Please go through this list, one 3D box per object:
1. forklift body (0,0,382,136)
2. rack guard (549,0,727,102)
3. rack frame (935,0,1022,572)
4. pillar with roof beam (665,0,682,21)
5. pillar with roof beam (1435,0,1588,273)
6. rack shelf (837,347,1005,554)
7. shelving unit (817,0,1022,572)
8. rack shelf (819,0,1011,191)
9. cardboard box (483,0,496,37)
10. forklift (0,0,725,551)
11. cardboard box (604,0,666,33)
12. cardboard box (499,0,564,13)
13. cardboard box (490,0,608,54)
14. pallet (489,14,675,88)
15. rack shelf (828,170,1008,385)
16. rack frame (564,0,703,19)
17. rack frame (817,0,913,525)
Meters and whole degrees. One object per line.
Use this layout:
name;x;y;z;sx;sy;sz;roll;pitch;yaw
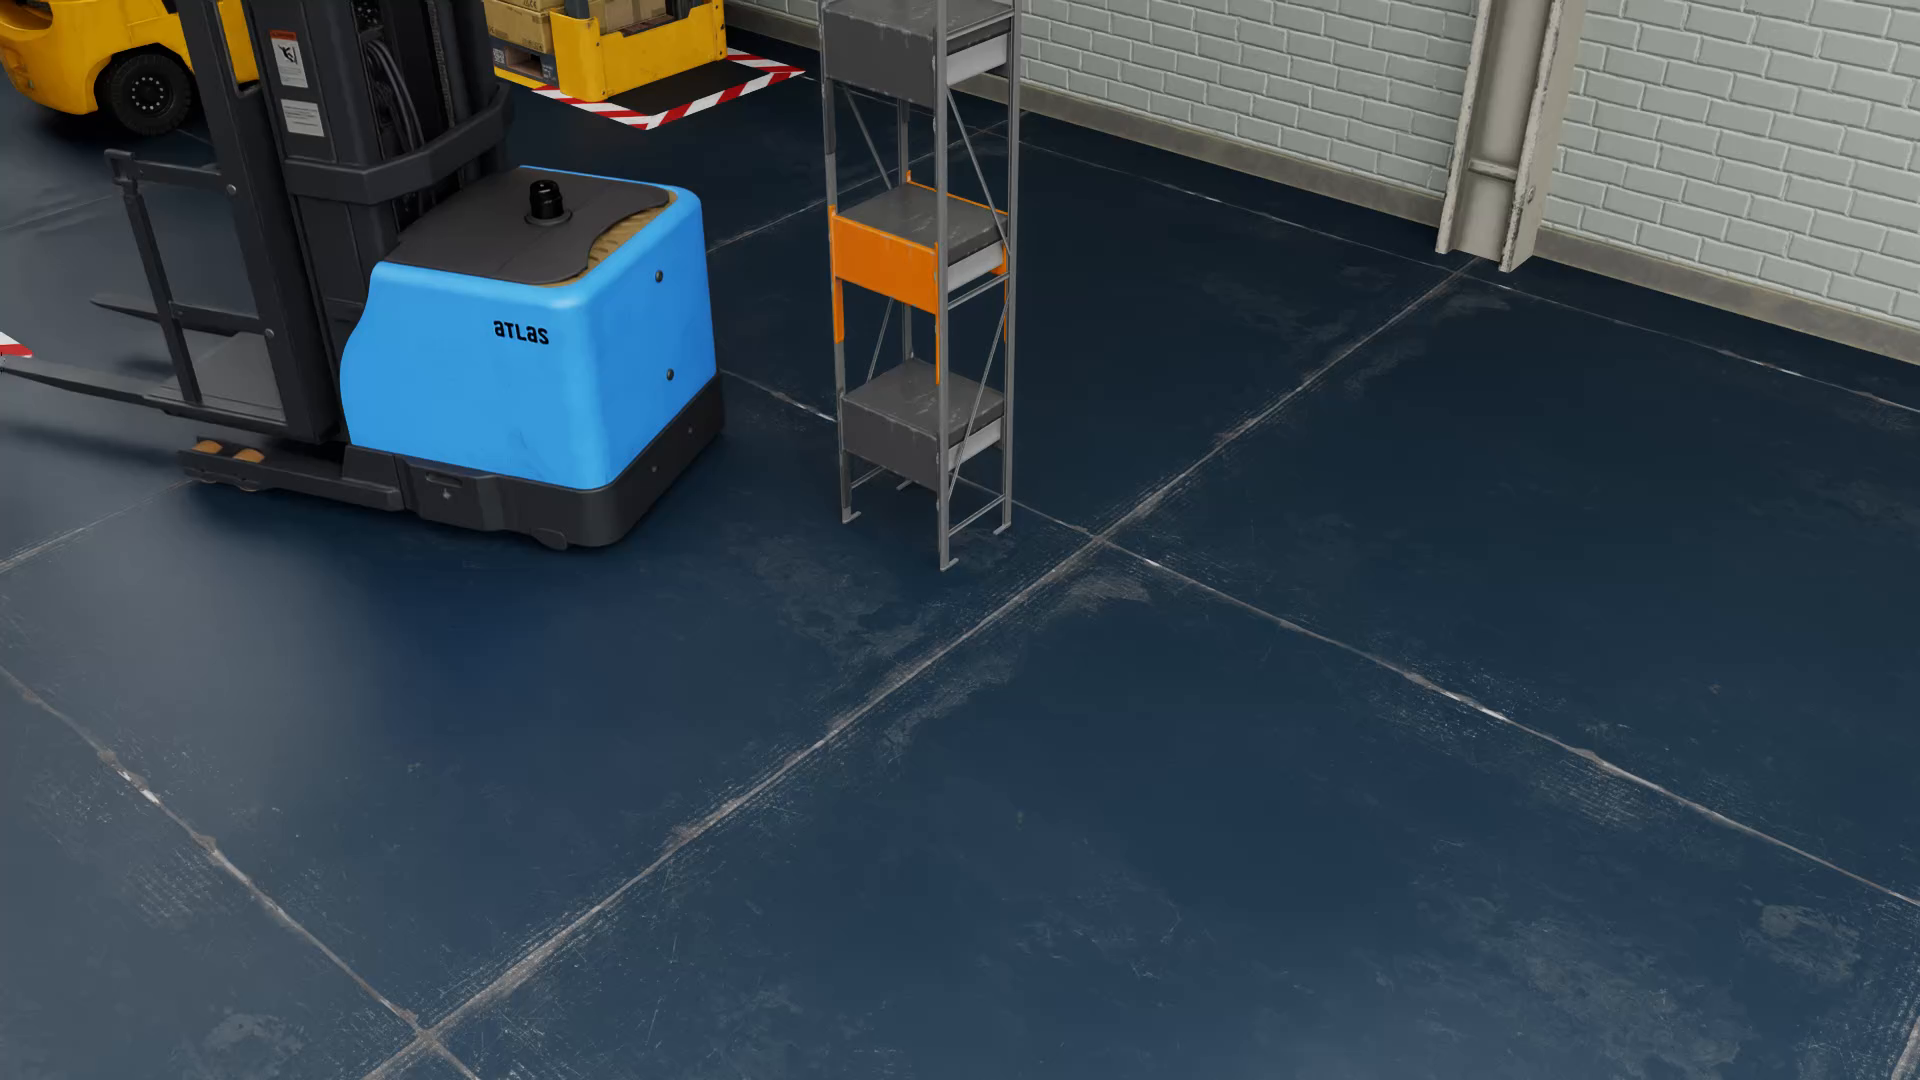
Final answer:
forklift body;-4.640;-3.757;9.821;1.214;2.155;2.313;25;42;32
rack guard;-1.997;-3.175;10.432;0.348;0.500;1.175;25;42;32
rack frame;0.060;-0.837;5.614;0.015;2.100;0.400;25;42;32
pillar with roof beam;-4.728;-5.459;6.249;0.400;9.000;9.100;25;42;32
pillar with roof beam;-0.117;-3.285;3.085;0.400;9.000;9.100;25;42;32
rack shelf;-0.127;-0.337;6.147;0.480;0.518;0.431;25;42;32
shelving unit;-0.127;-0.926;5.743;0.503;2.100;0.431;25;42;32
rack shelf;-0.127;-1.491;5.354;0.480;0.518;0.431;25;42;32
cardboard box;-2.954;-3.471;10.712;0.500;0.250;0.500;25;42;32
forklift;-2.538;-1.666;6.087;3.031;2.935;1.130;11;36;16
cardboard box;-2.267;-3.517;10.779;0.500;0.250;0.500;25;42;32
cardboard box;-2.589;-3.500;10.313;0.500;0.250;0.500;25;41;31
cardboard box;-2.578;-3.287;10.444;0.500;0.250;0.500;26;42;32
pallet;-2.630;-3.324;10.903;1.213;0.211;1.003;25;42;32
rack shelf;-0.127;-0.914;5.751;0.480;0.518;0.431;25;42;32
rack frame;-2.015;-4.214;9.737;0.127;3.000;1.000;25;42;32
rack frame;-0.315;-1.014;5.872;0.015;2.100;0.400;25;42;32
